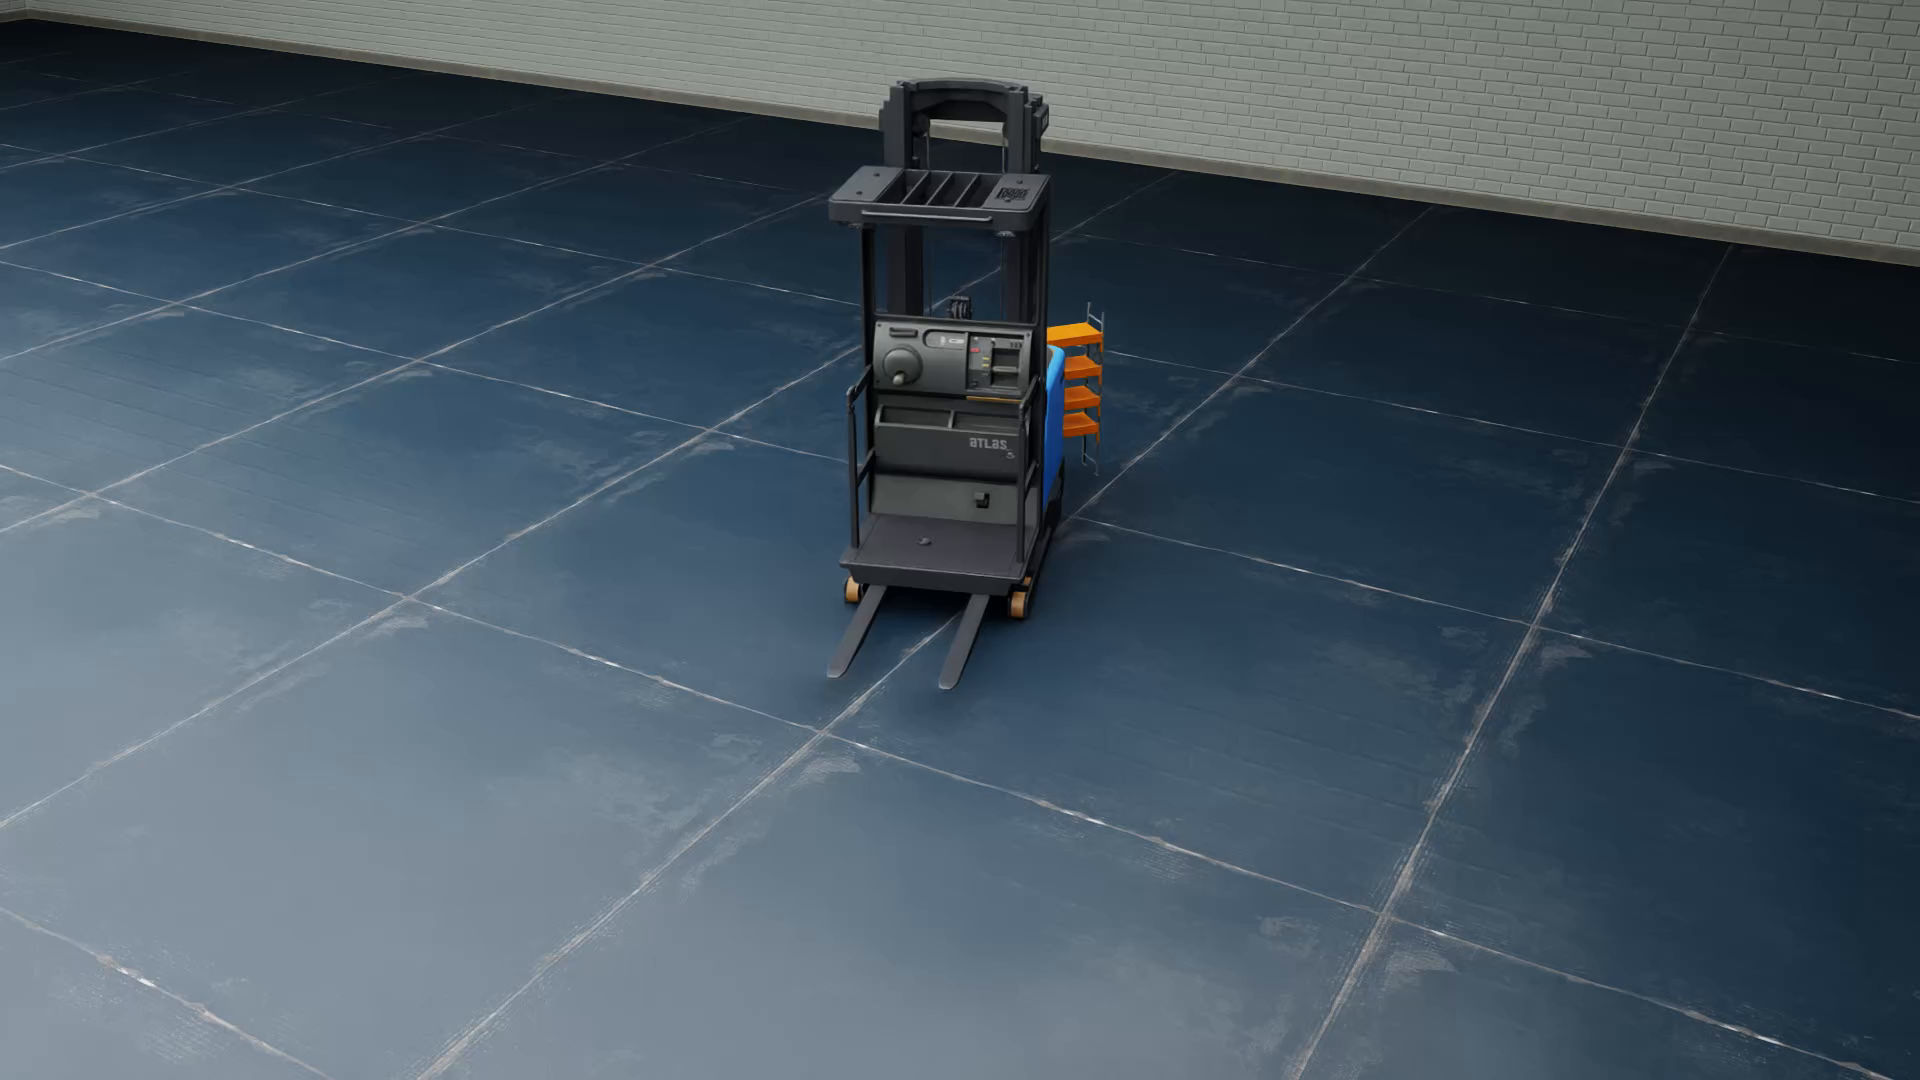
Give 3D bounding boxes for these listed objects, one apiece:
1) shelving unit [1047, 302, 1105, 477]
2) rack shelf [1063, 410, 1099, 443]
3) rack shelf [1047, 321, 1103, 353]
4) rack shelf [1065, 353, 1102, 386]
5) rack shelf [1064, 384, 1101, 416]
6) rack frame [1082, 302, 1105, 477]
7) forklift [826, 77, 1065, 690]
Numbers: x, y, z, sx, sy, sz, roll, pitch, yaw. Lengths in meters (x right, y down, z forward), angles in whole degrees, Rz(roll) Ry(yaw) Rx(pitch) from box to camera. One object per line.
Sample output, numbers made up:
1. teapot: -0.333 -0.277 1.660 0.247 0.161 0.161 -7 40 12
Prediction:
1. shelving unit: 0.692 -0.991 11.389 0.503 1.200 0.258 -10 28 -19
2. rack shelf: 0.692 -0.753 11.508 0.480 0.148 0.258 -10 28 -19
3. rack shelf: 0.692 -1.342 11.213 0.480 0.148 0.258 -10 28 -19
4. rack shelf: 0.692 -1.131 11.319 0.480 0.148 0.258 -10 28 -19
5. rack shelf: 0.692 -0.931 11.419 0.480 0.148 0.258 -10 28 -19
6. rack frame: 0.919 -1.031 11.469 0.015 1.200 0.240 -10 28 -19
7. forklift: -0.084 -1.023 9.520 1.130 2.935 3.031 5 27 10
